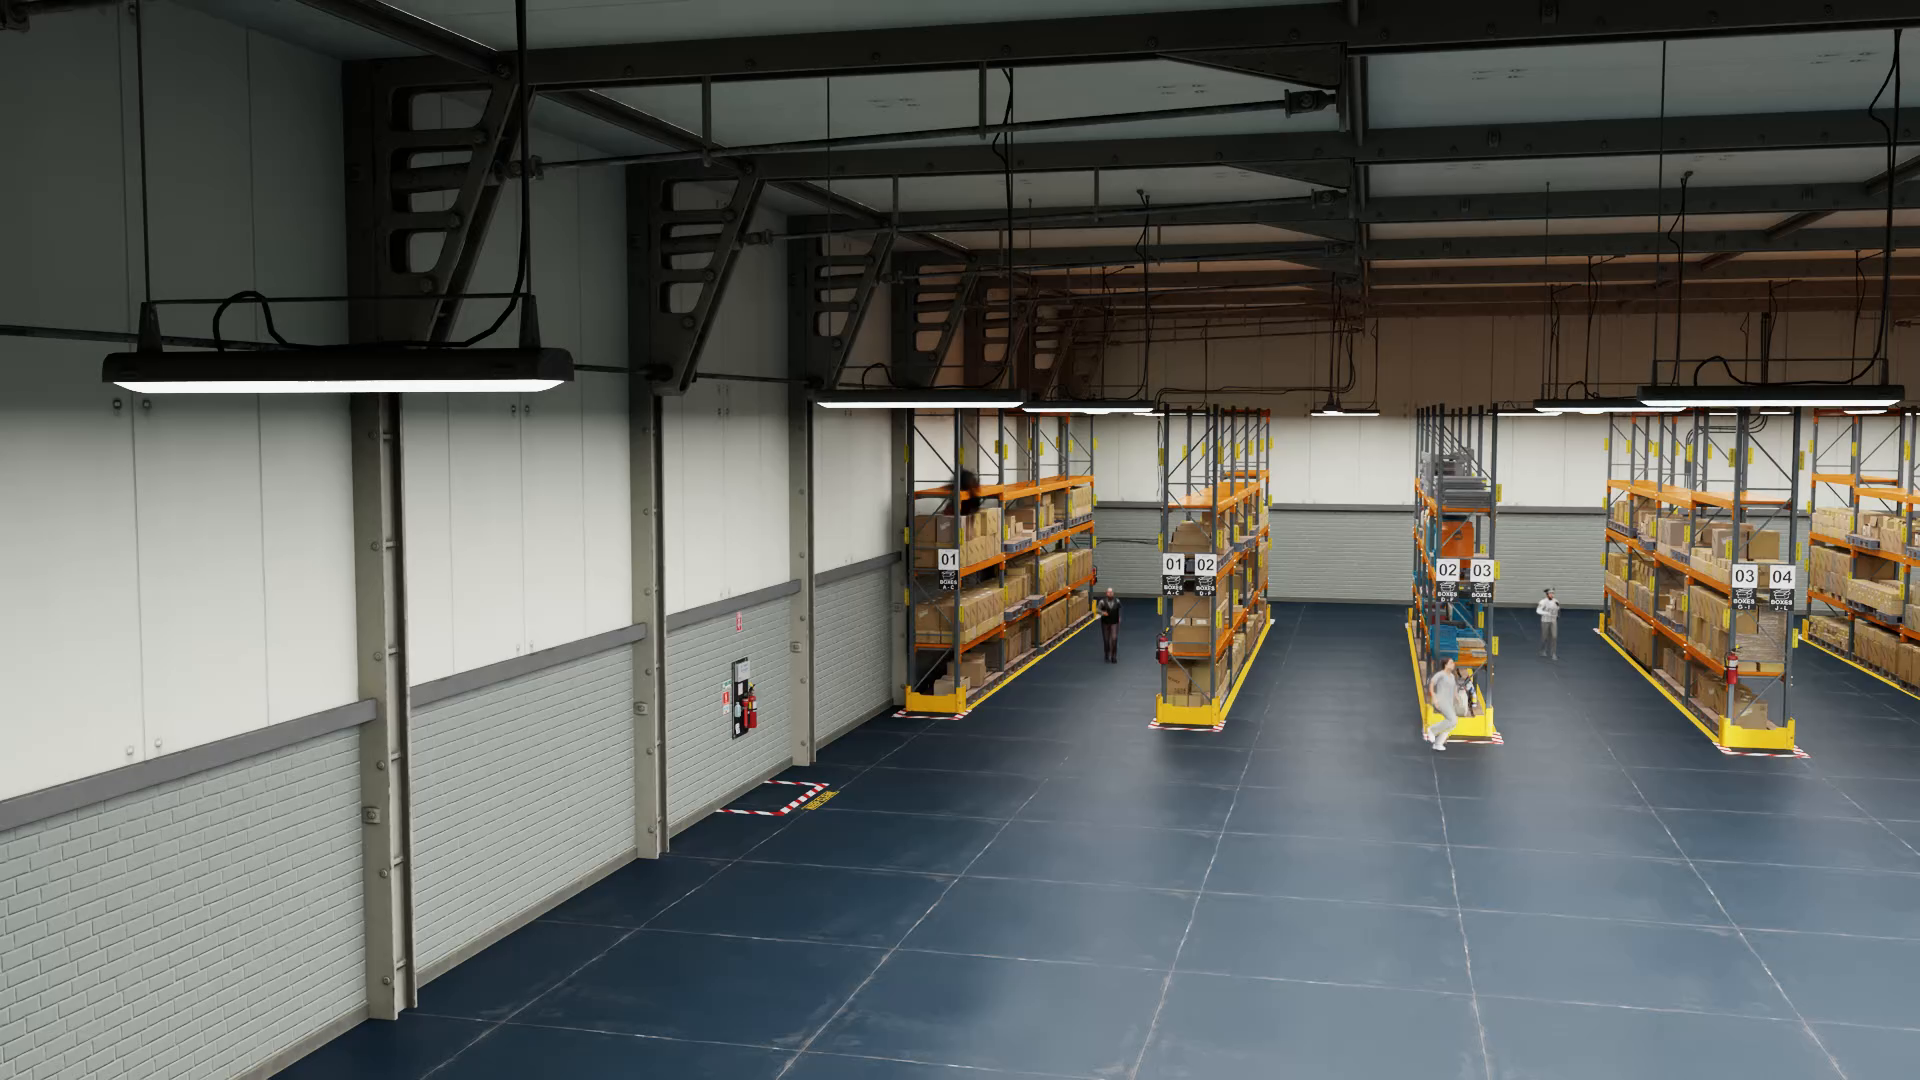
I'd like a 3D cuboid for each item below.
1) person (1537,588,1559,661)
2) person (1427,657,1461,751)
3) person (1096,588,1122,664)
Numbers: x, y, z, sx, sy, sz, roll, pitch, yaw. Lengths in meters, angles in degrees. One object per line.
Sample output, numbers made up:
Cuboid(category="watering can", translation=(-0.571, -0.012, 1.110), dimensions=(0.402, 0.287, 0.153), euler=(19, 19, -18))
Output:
Cuboid(category="person", translation=(14.048, 1.991, 39.706), dimensions=(0.596, 1.739, 0.764), euler=(0, 4, 4))
Cuboid(category="person", translation=(8.448, 2.827, 28.830), dimensions=(0.602, 1.598, 0.524), euler=(-3, 5, -40))
Cuboid(category="person", translation=(3.514, 2.014, 39.186), dimensions=(0.640, 1.768, 0.791), euler=(0, 4, 3))
